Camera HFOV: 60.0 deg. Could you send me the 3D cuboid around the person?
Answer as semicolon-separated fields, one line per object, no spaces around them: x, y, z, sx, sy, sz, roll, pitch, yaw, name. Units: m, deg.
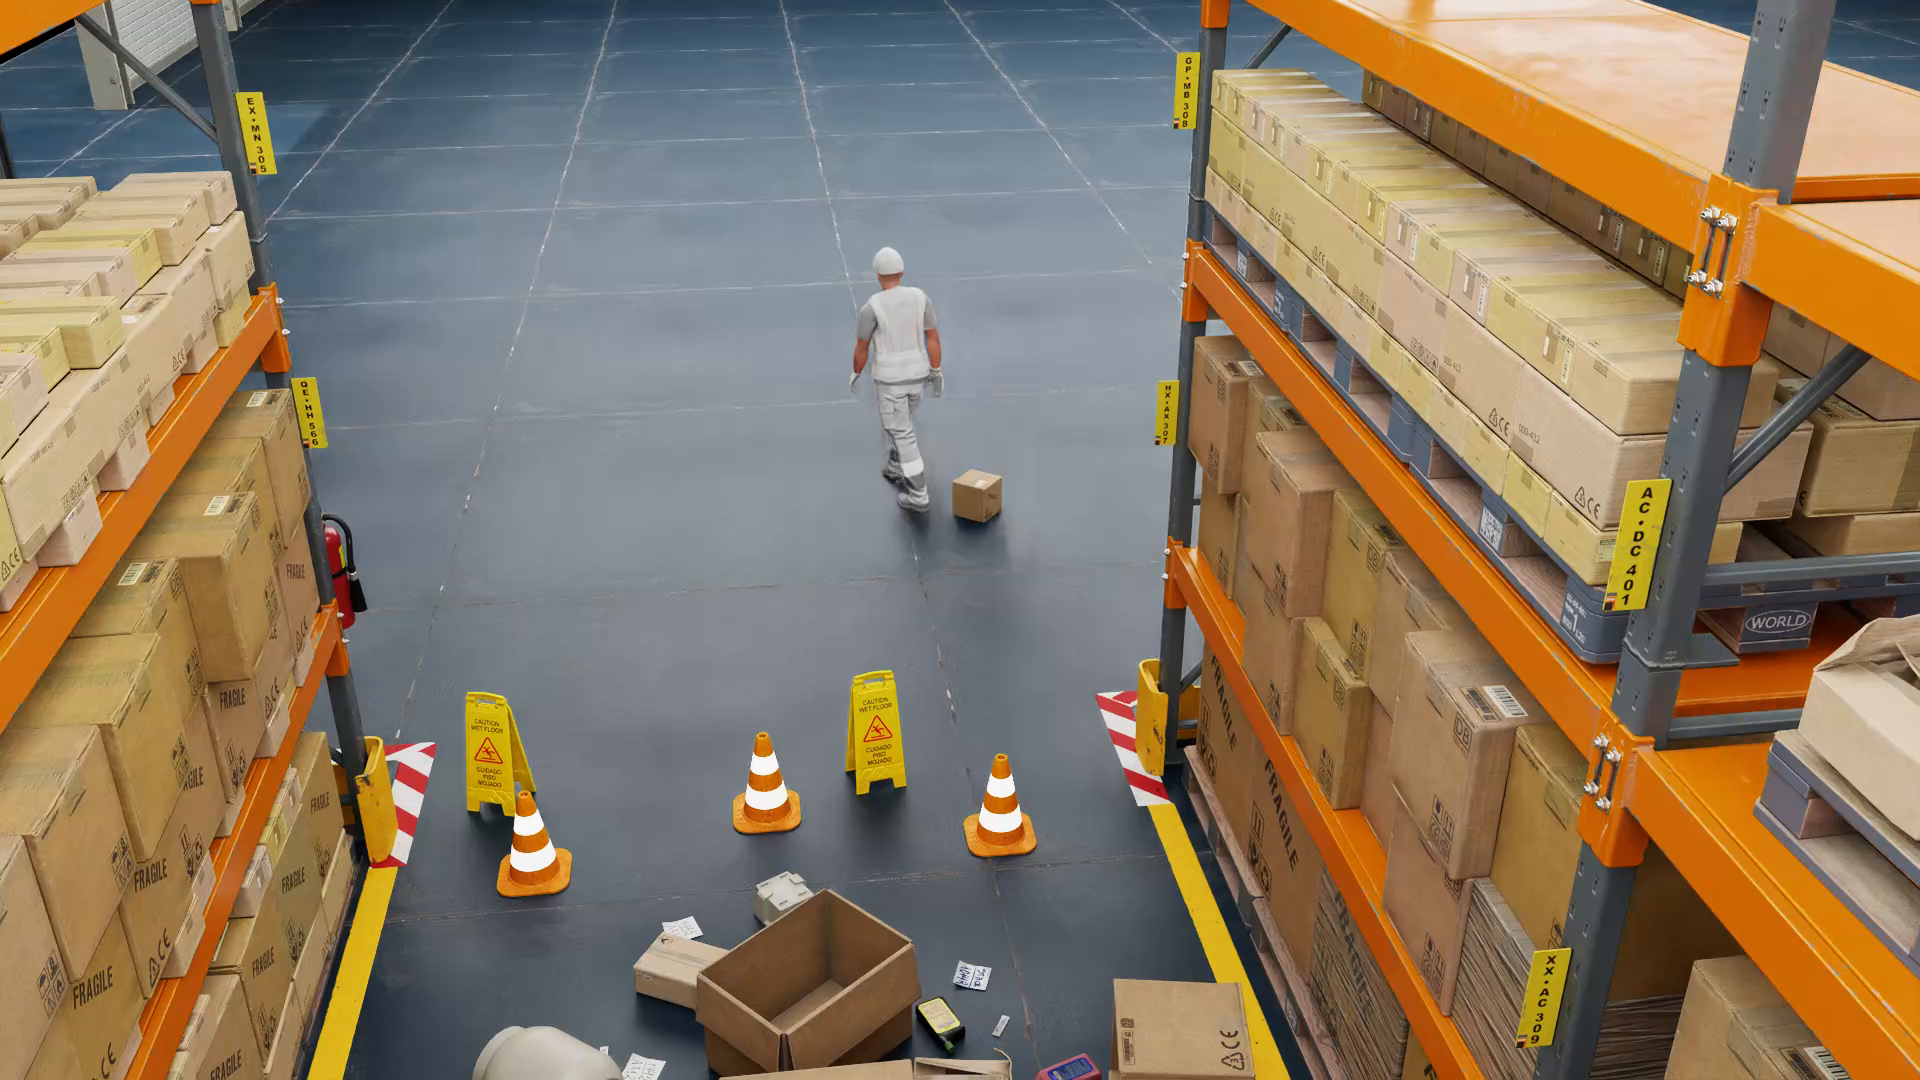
-0.428;-1.097;11.253;0.568;1.788;0.895;-16;31;-28;person
